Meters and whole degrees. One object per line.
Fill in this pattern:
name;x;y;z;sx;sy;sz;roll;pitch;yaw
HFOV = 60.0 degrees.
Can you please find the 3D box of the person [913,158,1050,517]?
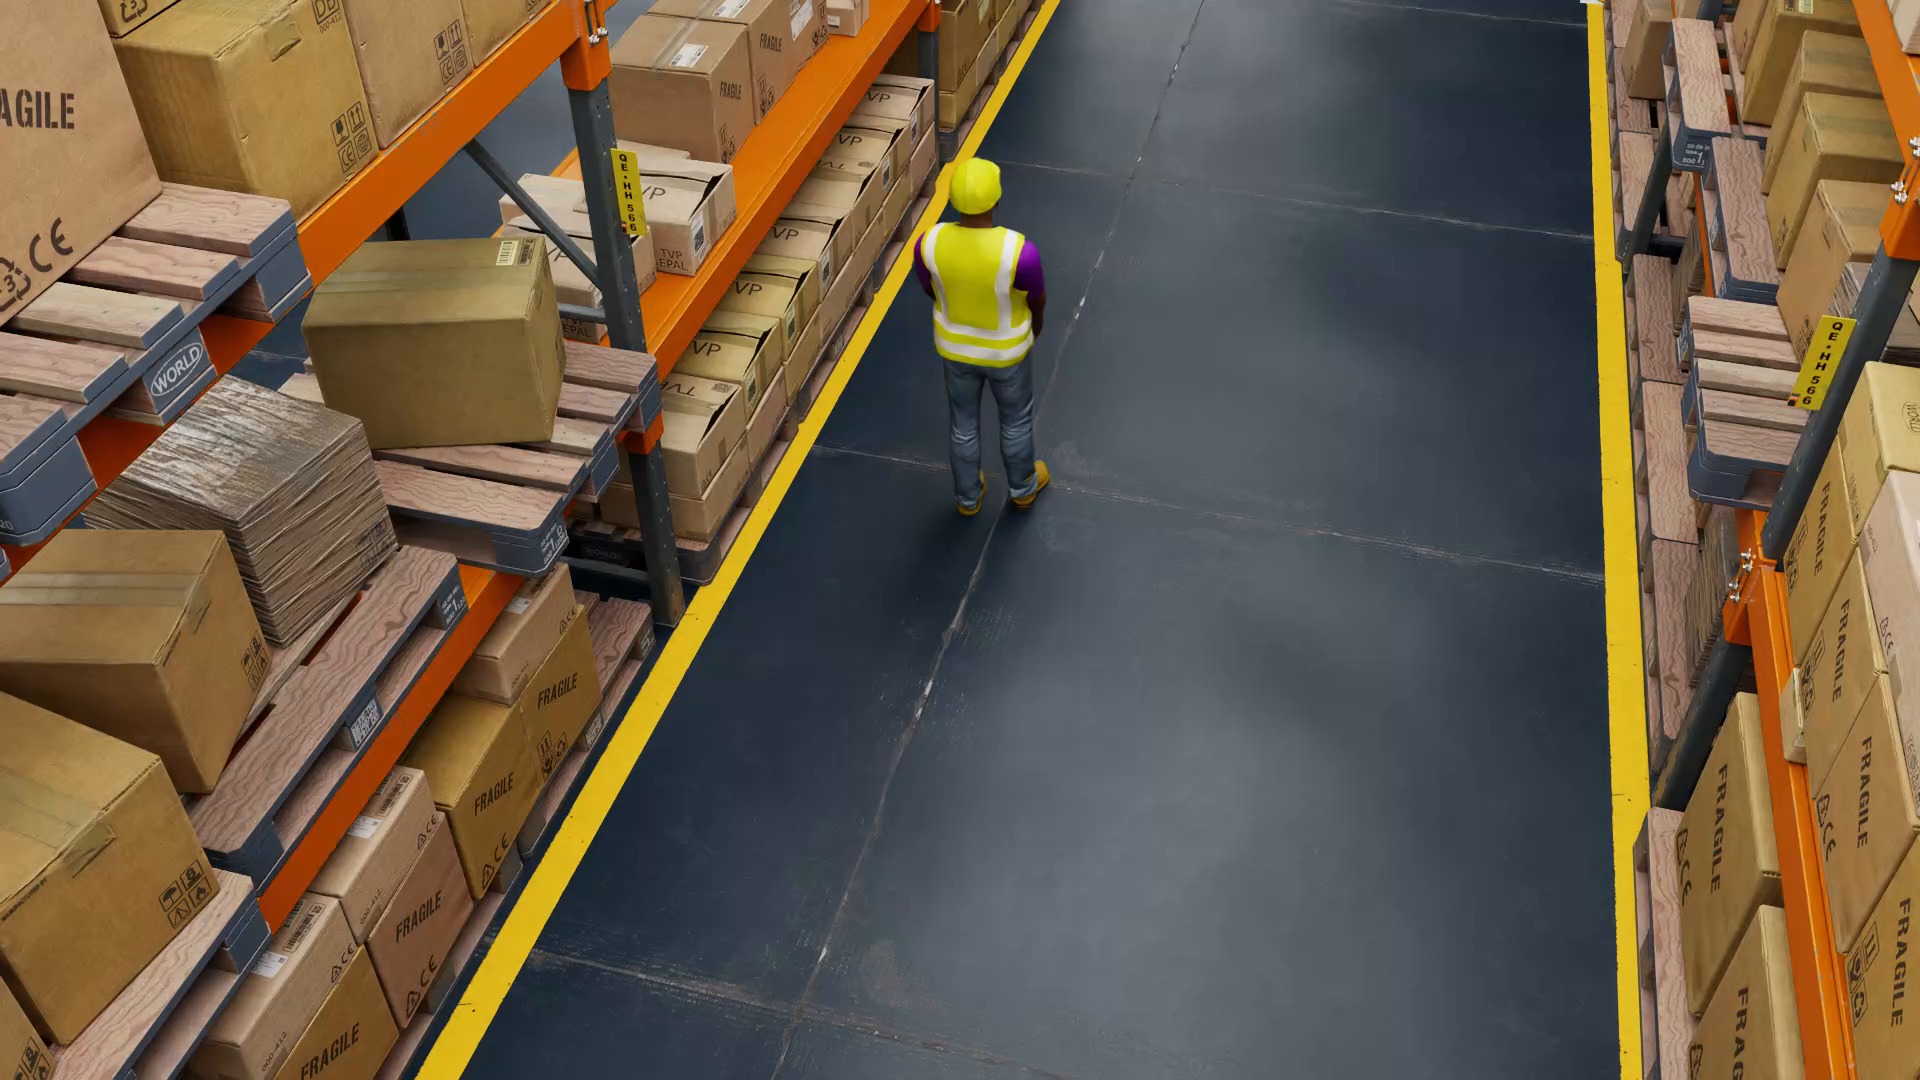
person;0.107;-0.880;7.151;0.558;1.771;0.528;10;42;11
